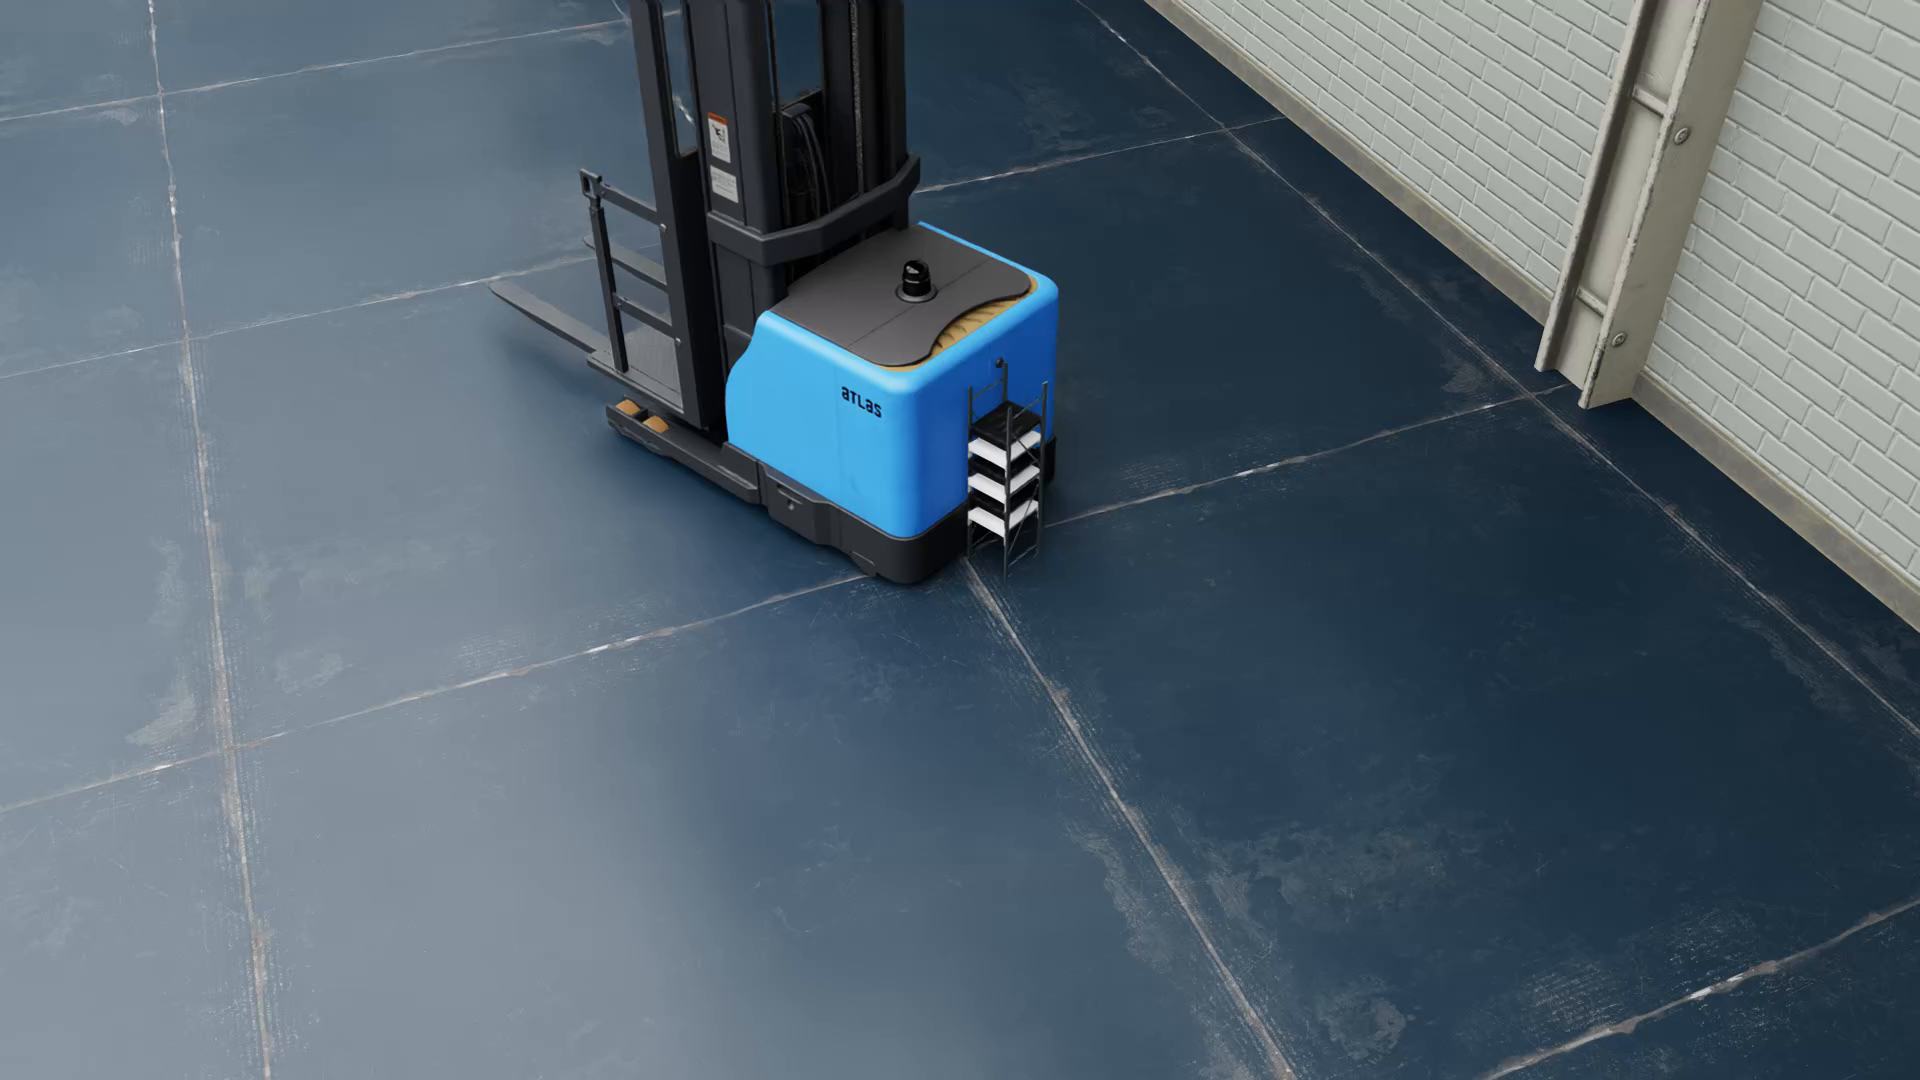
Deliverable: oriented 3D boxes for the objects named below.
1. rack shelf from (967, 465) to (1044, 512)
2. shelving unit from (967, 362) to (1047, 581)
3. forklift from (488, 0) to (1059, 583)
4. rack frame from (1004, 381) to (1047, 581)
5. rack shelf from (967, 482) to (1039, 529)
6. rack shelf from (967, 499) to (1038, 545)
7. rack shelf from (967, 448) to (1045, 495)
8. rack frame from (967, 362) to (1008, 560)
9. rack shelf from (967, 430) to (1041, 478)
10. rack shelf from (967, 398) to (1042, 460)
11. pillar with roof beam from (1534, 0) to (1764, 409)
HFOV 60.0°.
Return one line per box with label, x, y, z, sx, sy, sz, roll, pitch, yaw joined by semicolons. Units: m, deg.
rack shelf;0.189;-0.246;6.898;0.200;0.077;0.258;29;49;30
shelving unit;0.189;-0.272;6.876;0.210;0.900;0.258;29;49;30
forklift;-1.021;-1.750;7.037;3.031;2.935;1.130;29;49;30
rack frame;0.266;-0.229;6.826;0.006;0.900;0.240;29;49;30
rack shelf;0.189;-0.178;6.956;0.200;0.077;0.258;29;49;30
rack shelf;0.189;-0.110;7.015;0.200;0.077;0.258;29;49;30
rack shelf;0.189;-0.315;6.839;0.200;0.077;0.258;29;49;30
rack frame;0.112;-0.315;6.926;0.006;0.900;0.240;29;49;30
rack shelf;0.189;-0.383;6.780;0.200;0.077;0.258;29;49;30
rack shelf;0.189;-0.451;6.722;0.200;0.077;0.258;29;49;30
pillar with roof beam;-0.914;-3.121;3.978;9.100;9.000;0.400;-15;43;-17
